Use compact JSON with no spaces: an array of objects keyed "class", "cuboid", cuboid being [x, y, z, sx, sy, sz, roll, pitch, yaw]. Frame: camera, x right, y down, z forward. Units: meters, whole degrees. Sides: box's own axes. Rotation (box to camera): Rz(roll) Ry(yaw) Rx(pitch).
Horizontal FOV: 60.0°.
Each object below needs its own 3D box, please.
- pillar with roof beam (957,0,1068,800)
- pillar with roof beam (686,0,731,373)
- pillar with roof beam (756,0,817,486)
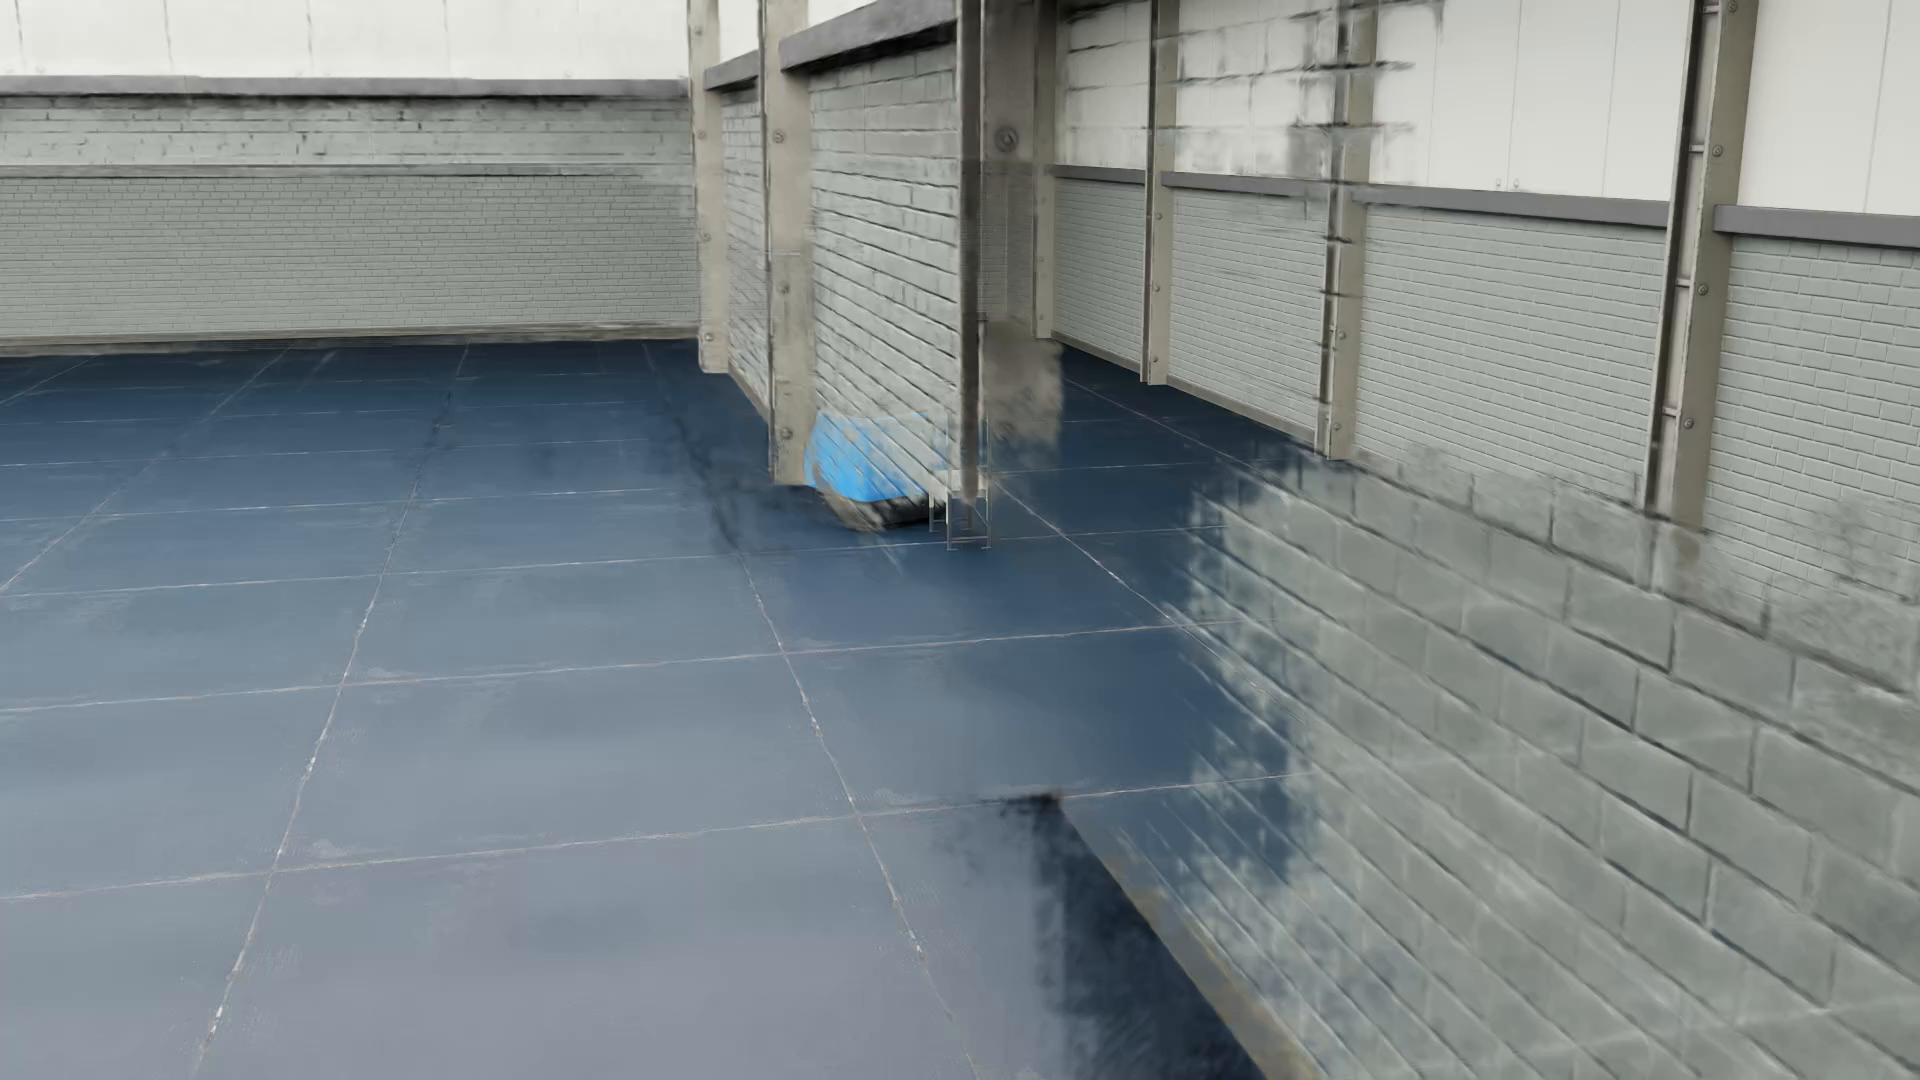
[{"class":"pillar with roof beam","cuboid":[0.131,-5.099,17.161,9.100,9.000,0.400,-3,14,-13]},{"class":"pillar with roof beam","cuboid":[-2.688,-7.868,28.492,9.100,9.000,0.400,-3,14,-13]},{"class":"pillar with roof beam","cuboid":[-1.279,-6.483,22.826,9.100,9.000,0.400,-3,14,-13]}]
